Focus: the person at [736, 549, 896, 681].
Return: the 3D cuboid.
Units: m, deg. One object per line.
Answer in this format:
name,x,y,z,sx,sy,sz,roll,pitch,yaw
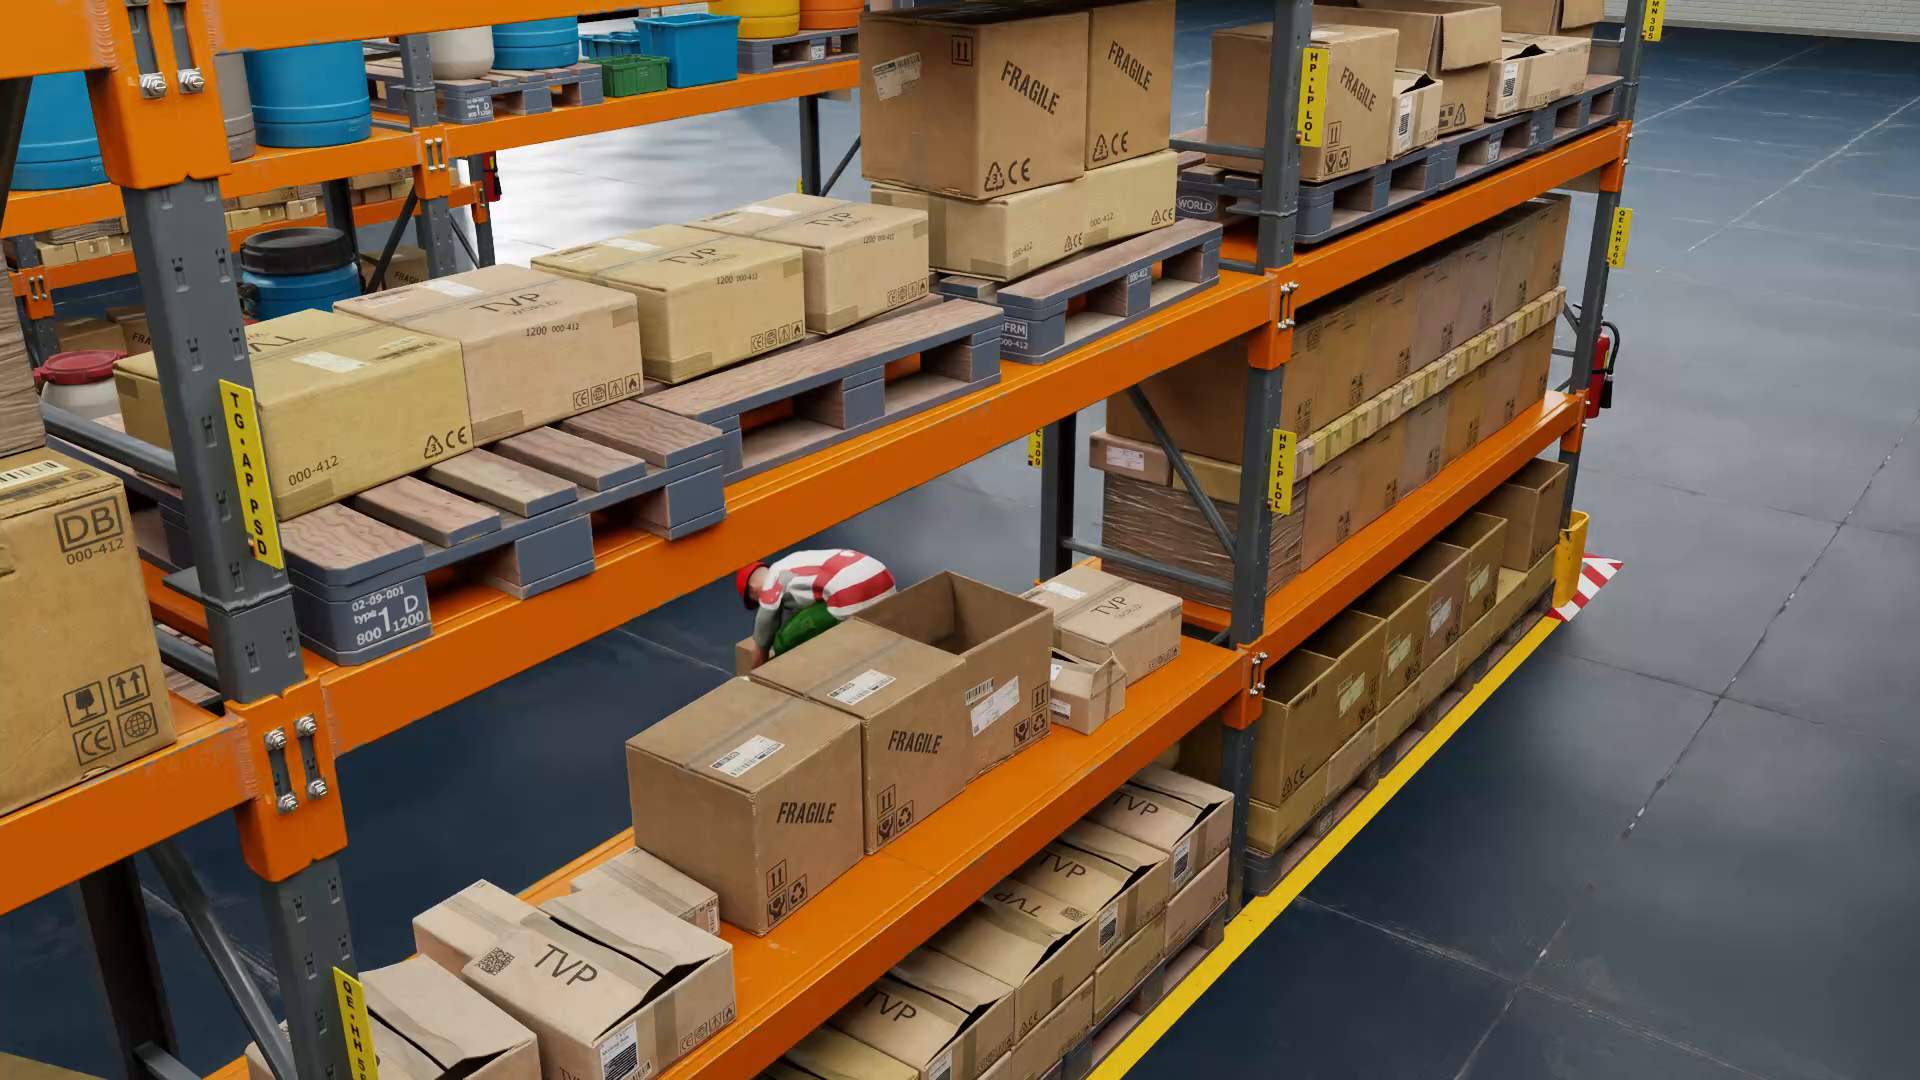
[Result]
person,-0.780,0.455,8.627,0.953,0.923,0.536,15,28,31
